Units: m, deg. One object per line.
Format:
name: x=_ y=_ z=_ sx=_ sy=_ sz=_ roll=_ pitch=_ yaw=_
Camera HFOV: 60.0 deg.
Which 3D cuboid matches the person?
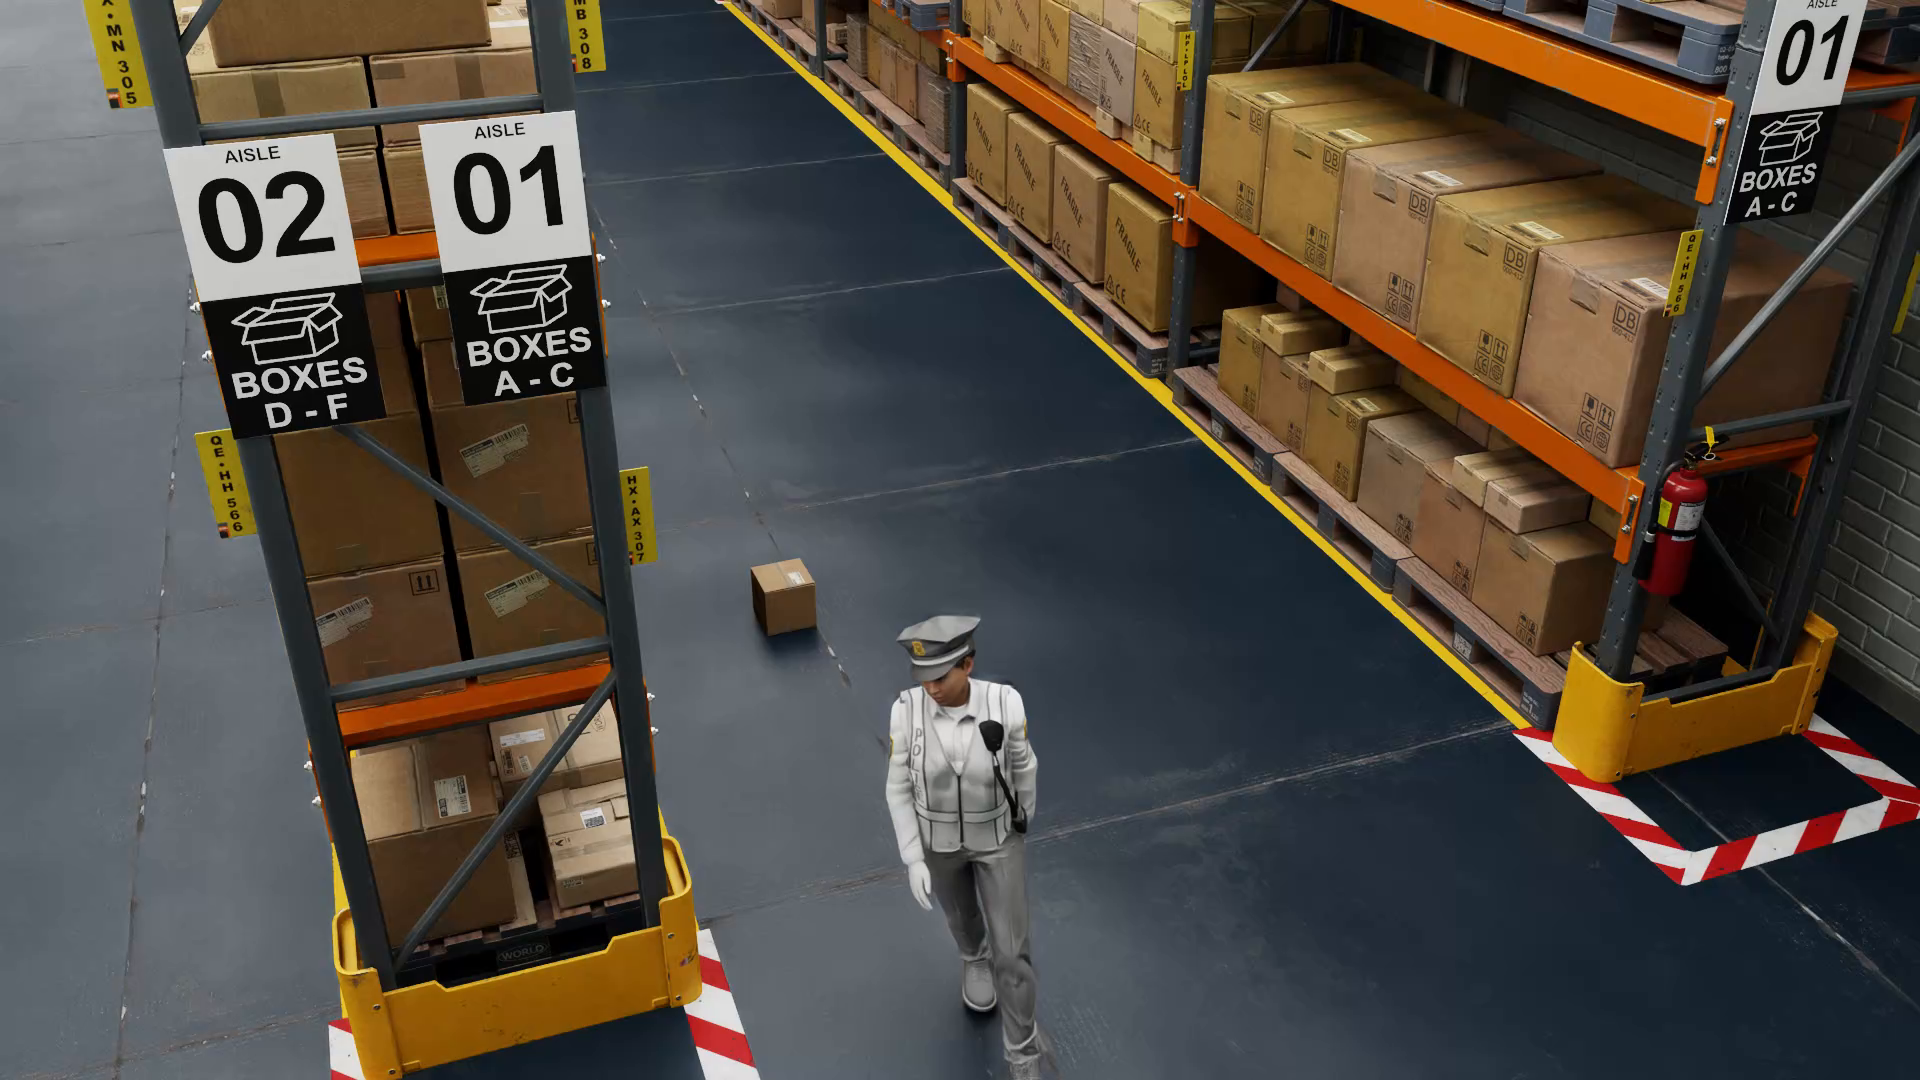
person: x=0.033 y=1.017 z=5.359 sx=0.548 sy=1.665 sz=0.758 roll=2 pitch=30 yaw=3
